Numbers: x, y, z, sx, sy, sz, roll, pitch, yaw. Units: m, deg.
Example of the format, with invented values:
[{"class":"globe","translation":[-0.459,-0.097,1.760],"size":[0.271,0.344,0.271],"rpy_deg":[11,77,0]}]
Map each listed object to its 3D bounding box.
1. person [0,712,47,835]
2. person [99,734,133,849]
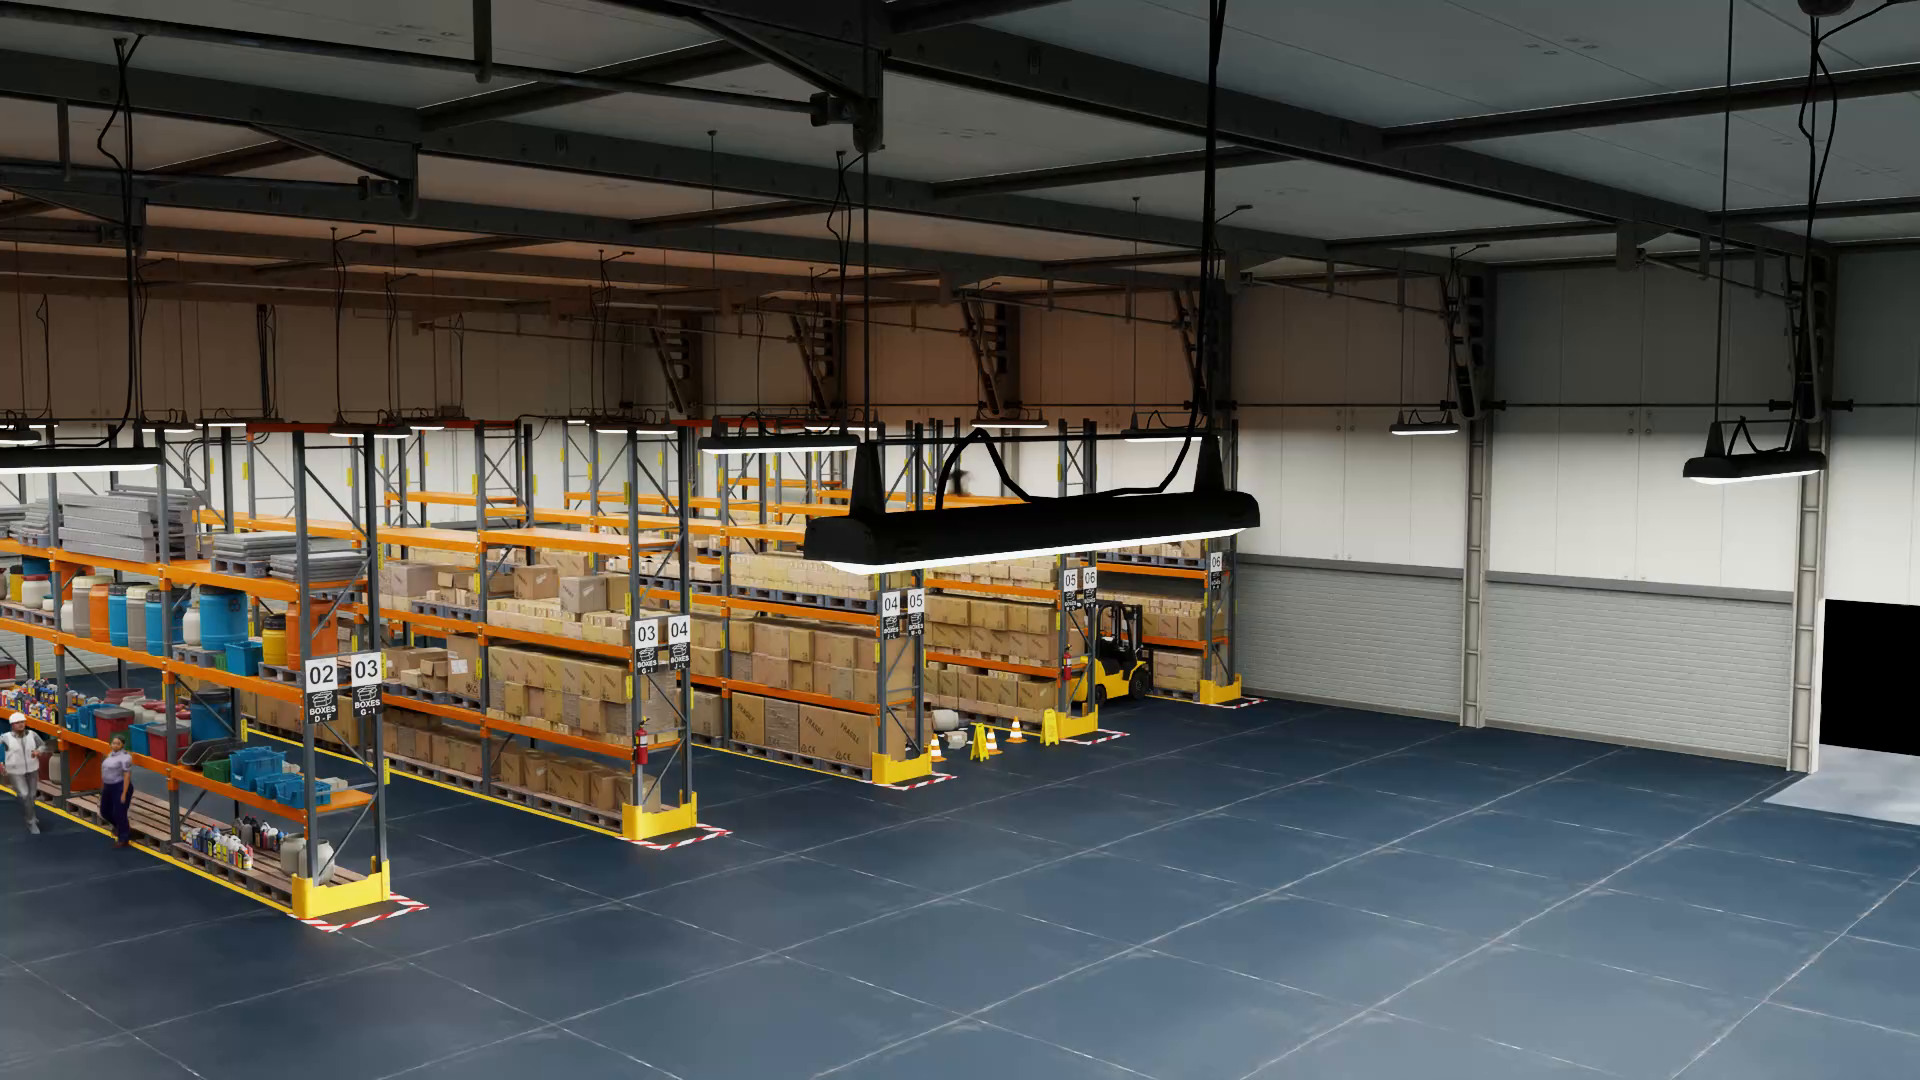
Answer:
[{"class":"person","translation":[-13.899,3.443,24.595],"size":[0.794,1.818,0.738],"rpy_deg":[4,6,42]},{"class":"person","translation":[-12.059,3.574,23.809],"size":[0.667,1.633,0.492],"rpy_deg":[3,5,28]}]
